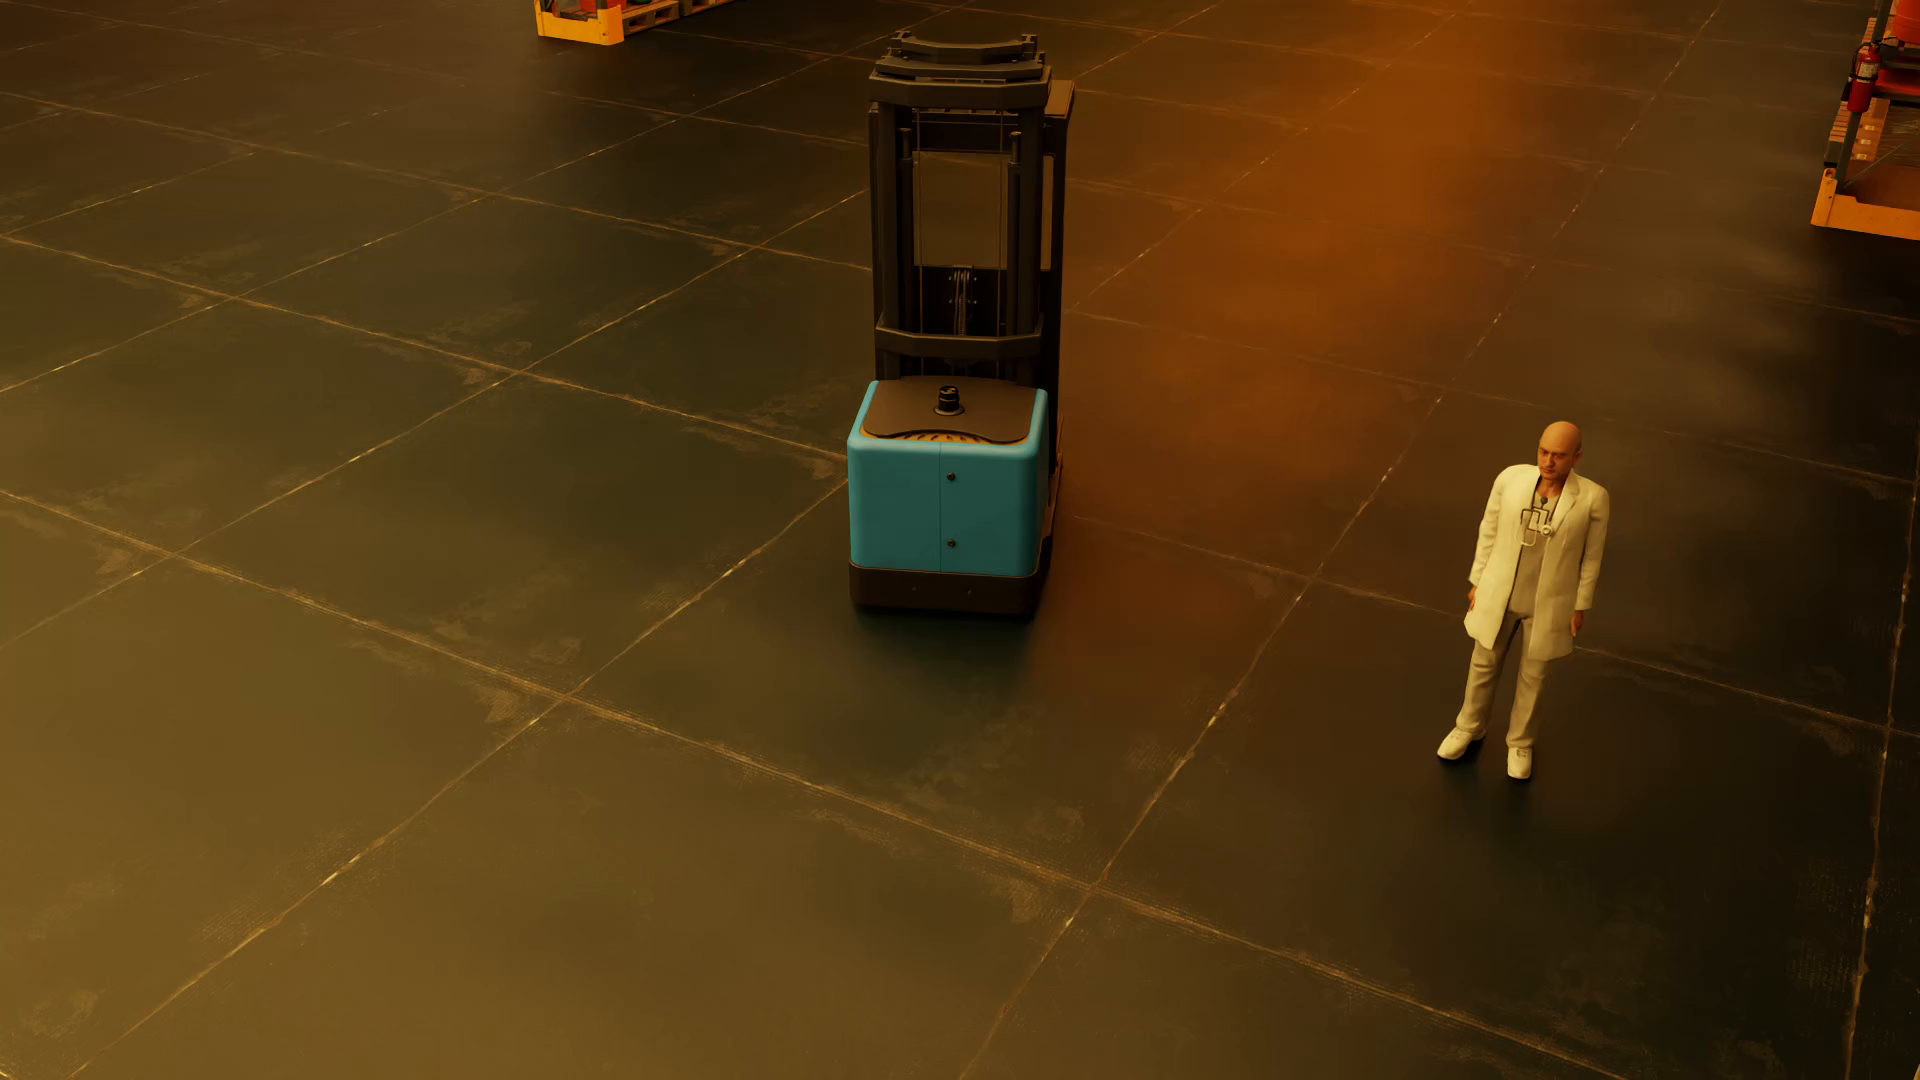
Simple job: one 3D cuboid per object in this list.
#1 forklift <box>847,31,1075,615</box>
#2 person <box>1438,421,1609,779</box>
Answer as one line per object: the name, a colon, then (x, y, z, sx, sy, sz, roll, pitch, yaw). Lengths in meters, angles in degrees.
forklift: (0.072, -1.572, 9.794, 1.130, 2.935, 3.031, 3, 30, 6)
person: (2.632, 0.284, 7.728, 0.554, 1.783, 0.382, 15, 33, 25)
